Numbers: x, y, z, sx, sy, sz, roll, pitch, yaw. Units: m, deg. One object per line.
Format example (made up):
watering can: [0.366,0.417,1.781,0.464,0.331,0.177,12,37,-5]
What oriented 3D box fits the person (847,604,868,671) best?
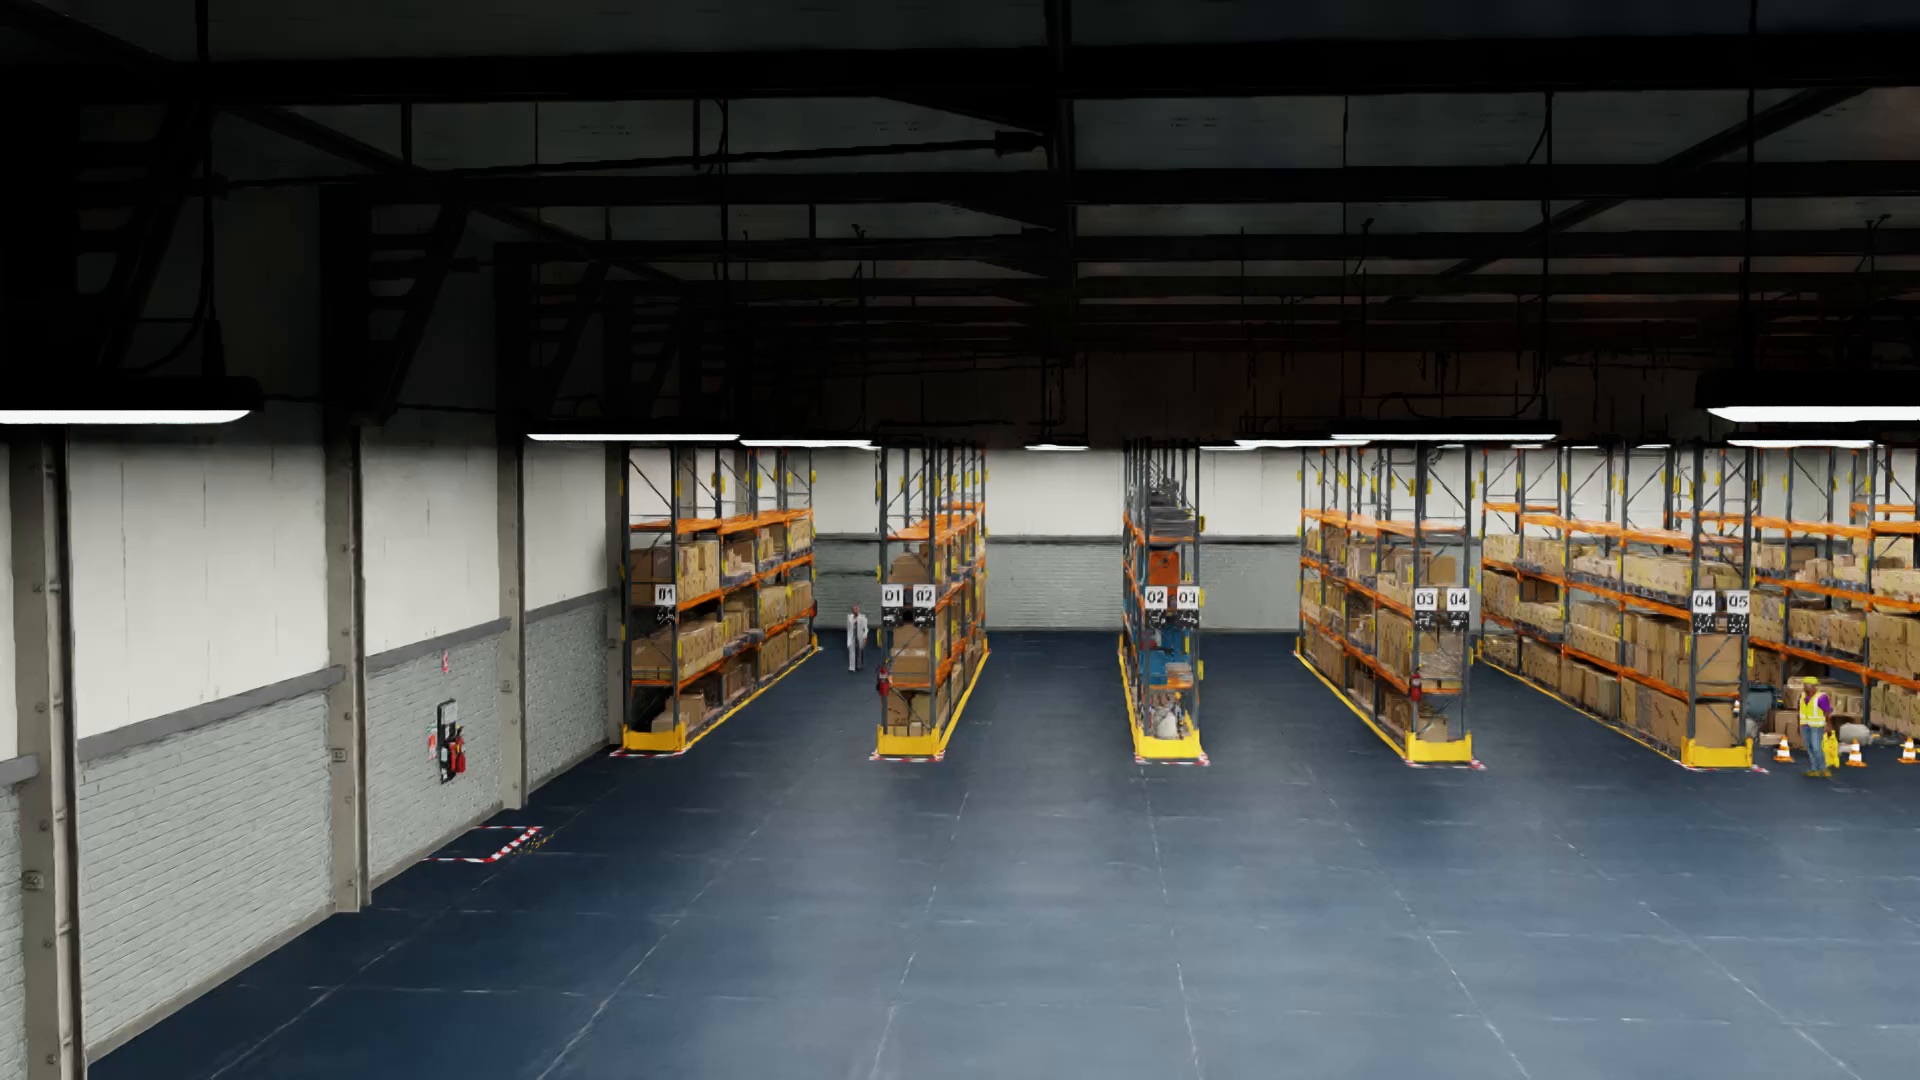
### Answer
person: [-2.689,2.537,43.386,0.600,1.725,1.111,0,3,3]

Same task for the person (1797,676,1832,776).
person: [15.016,3.268,29.225,0.395,1.760,0.660,-2,3,-27]
